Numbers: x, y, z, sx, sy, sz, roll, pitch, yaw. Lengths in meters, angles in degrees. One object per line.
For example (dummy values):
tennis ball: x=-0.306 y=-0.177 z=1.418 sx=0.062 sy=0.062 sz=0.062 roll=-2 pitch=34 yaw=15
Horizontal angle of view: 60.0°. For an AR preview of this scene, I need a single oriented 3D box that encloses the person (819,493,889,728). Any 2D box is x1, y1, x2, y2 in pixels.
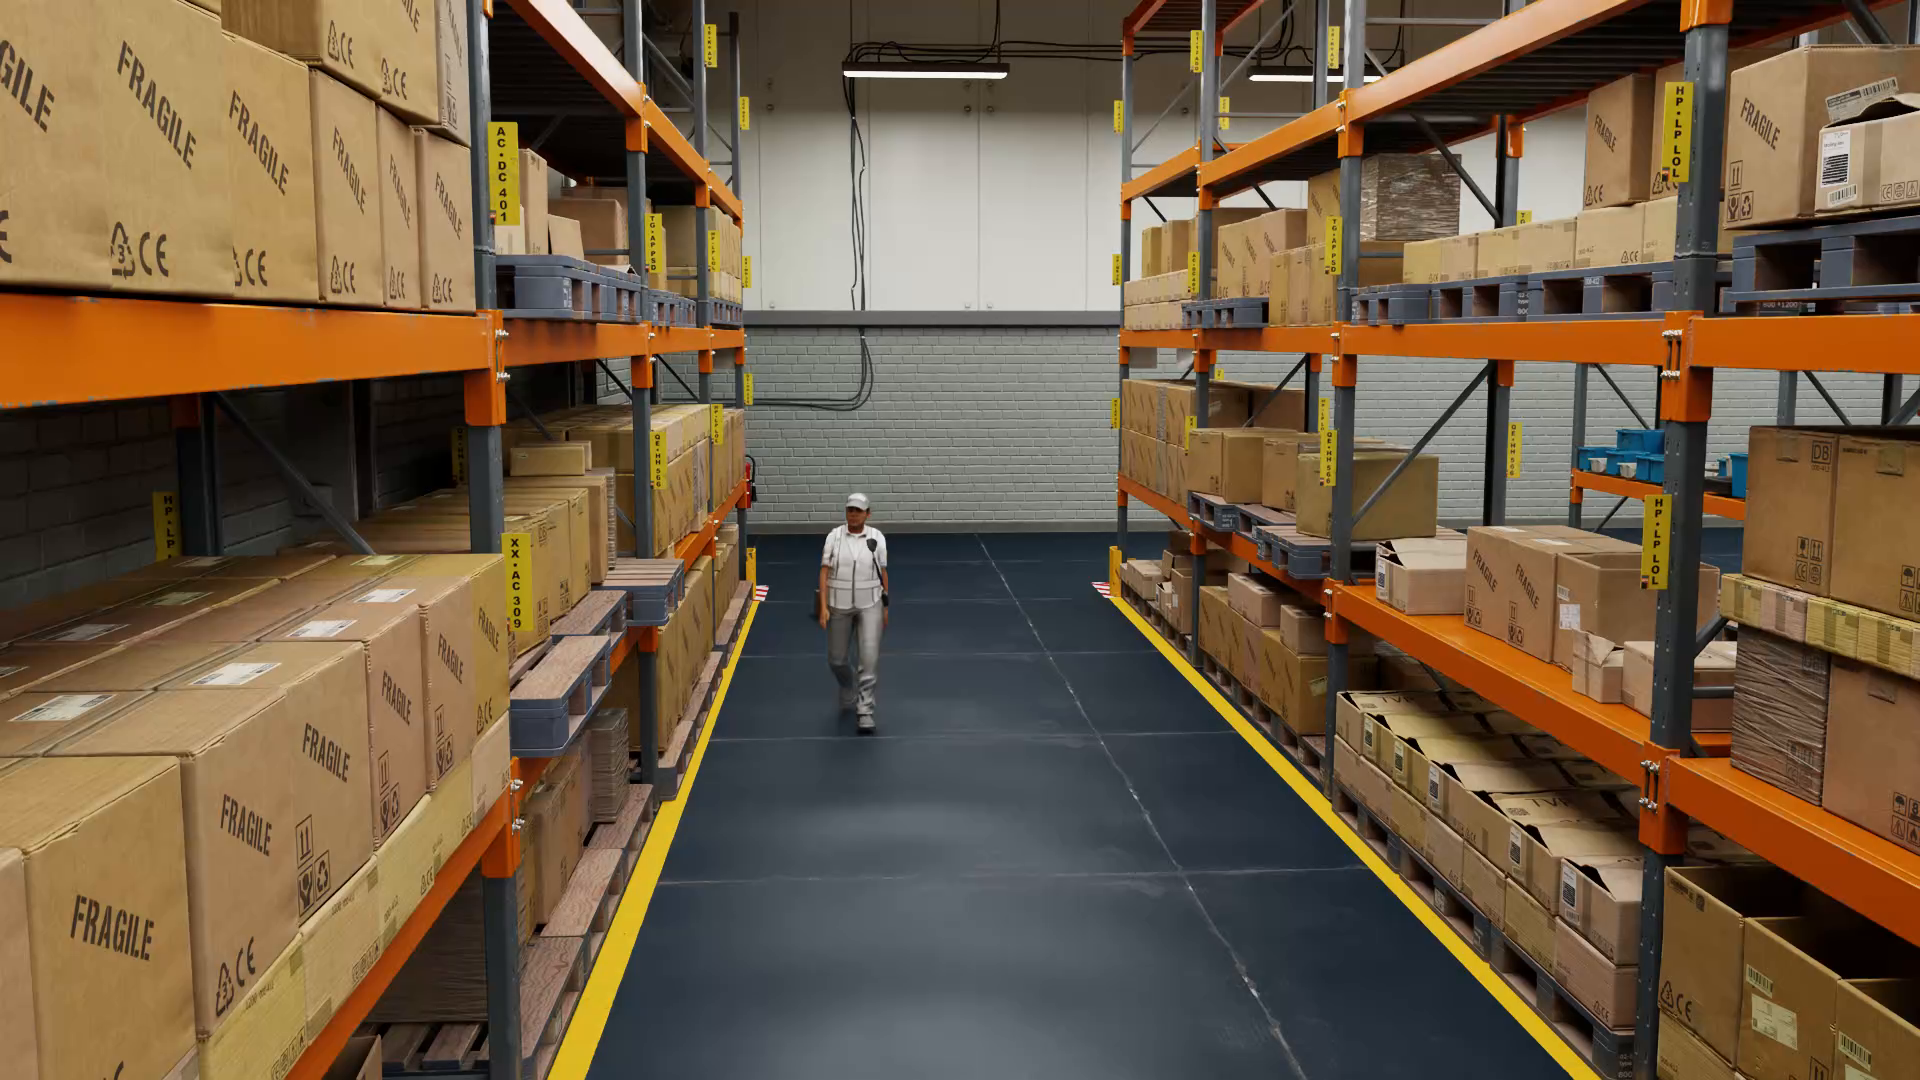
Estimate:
person: x=-0.749 y=0.473 z=11.816 sx=0.496 sy=1.625 sz=0.856 roll=0 pitch=7 yaw=2
